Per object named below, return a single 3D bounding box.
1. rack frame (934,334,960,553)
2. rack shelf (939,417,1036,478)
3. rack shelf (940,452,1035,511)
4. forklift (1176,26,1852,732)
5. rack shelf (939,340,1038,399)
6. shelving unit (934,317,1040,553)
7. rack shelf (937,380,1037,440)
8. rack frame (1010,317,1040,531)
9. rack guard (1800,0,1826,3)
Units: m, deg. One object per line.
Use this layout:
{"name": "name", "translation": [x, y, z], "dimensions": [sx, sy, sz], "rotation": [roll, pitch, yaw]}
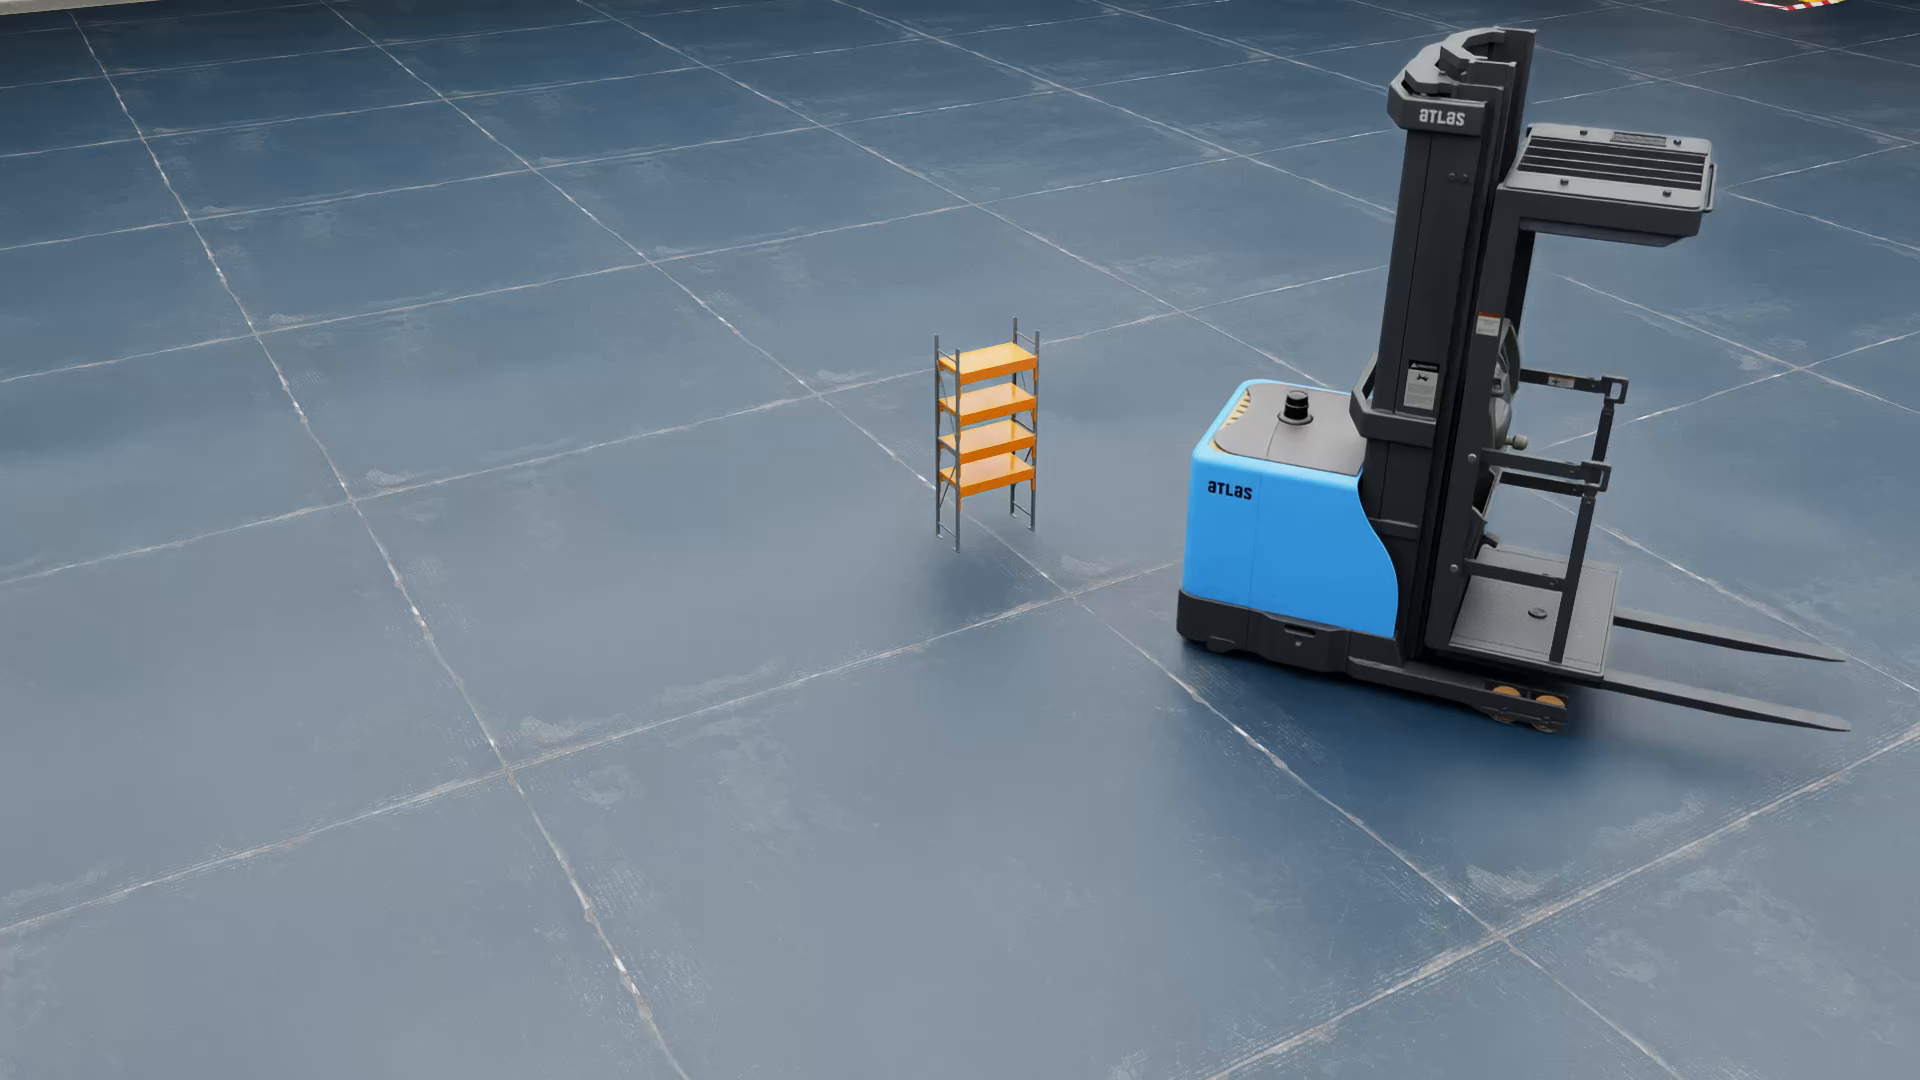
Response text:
{"name": "rack frame", "translation": [-0.068, -0.506, 8.925], "dimensions": [0.015, 1.200, 0.240], "rotation": [-16, 33, -26]}
{"name": "rack shelf", "translation": [0.143, -0.507, 9.066], "dimensions": [0.480, 0.148, 0.258], "rotation": [-16, 33, -26]}
{"name": "rack shelf", "translation": [0.143, -0.333, 9.162], "dimensions": [0.480, 0.148, 0.258], "rotation": [-16, 33, -26]}
{"name": "forklift", "translation": [2.644, -0.692, 7.470], "dimensions": [3.031, 2.935, 1.130], "rotation": [12, 31, 20]}
{"name": "rack shelf", "translation": [0.143, -0.910, 8.844], "dimensions": [0.480, 0.148, 0.258], "rotation": [-16, 33, -26]}
{"name": "shelving unit", "translation": [0.143, -0.566, 9.034], "dimensions": [0.503, 1.200, 0.258], "rotation": [-16, 33, -26]}
{"name": "rack shelf", "translation": [0.143, -0.703, 8.958], "dimensions": [0.480, 0.148, 0.258], "rotation": [-16, 33, -26]}
{"name": "rack frame", "translation": [0.353, -0.626, 9.142], "dimensions": [0.015, 1.200, 0.240], "rotation": [-16, 33, -26]}
{"name": "rack guard", "translation": [11.276, -7.704, 22.692], "dimensions": [0.348, 0.500, 1.175], "rotation": [-16, 33, -26]}
